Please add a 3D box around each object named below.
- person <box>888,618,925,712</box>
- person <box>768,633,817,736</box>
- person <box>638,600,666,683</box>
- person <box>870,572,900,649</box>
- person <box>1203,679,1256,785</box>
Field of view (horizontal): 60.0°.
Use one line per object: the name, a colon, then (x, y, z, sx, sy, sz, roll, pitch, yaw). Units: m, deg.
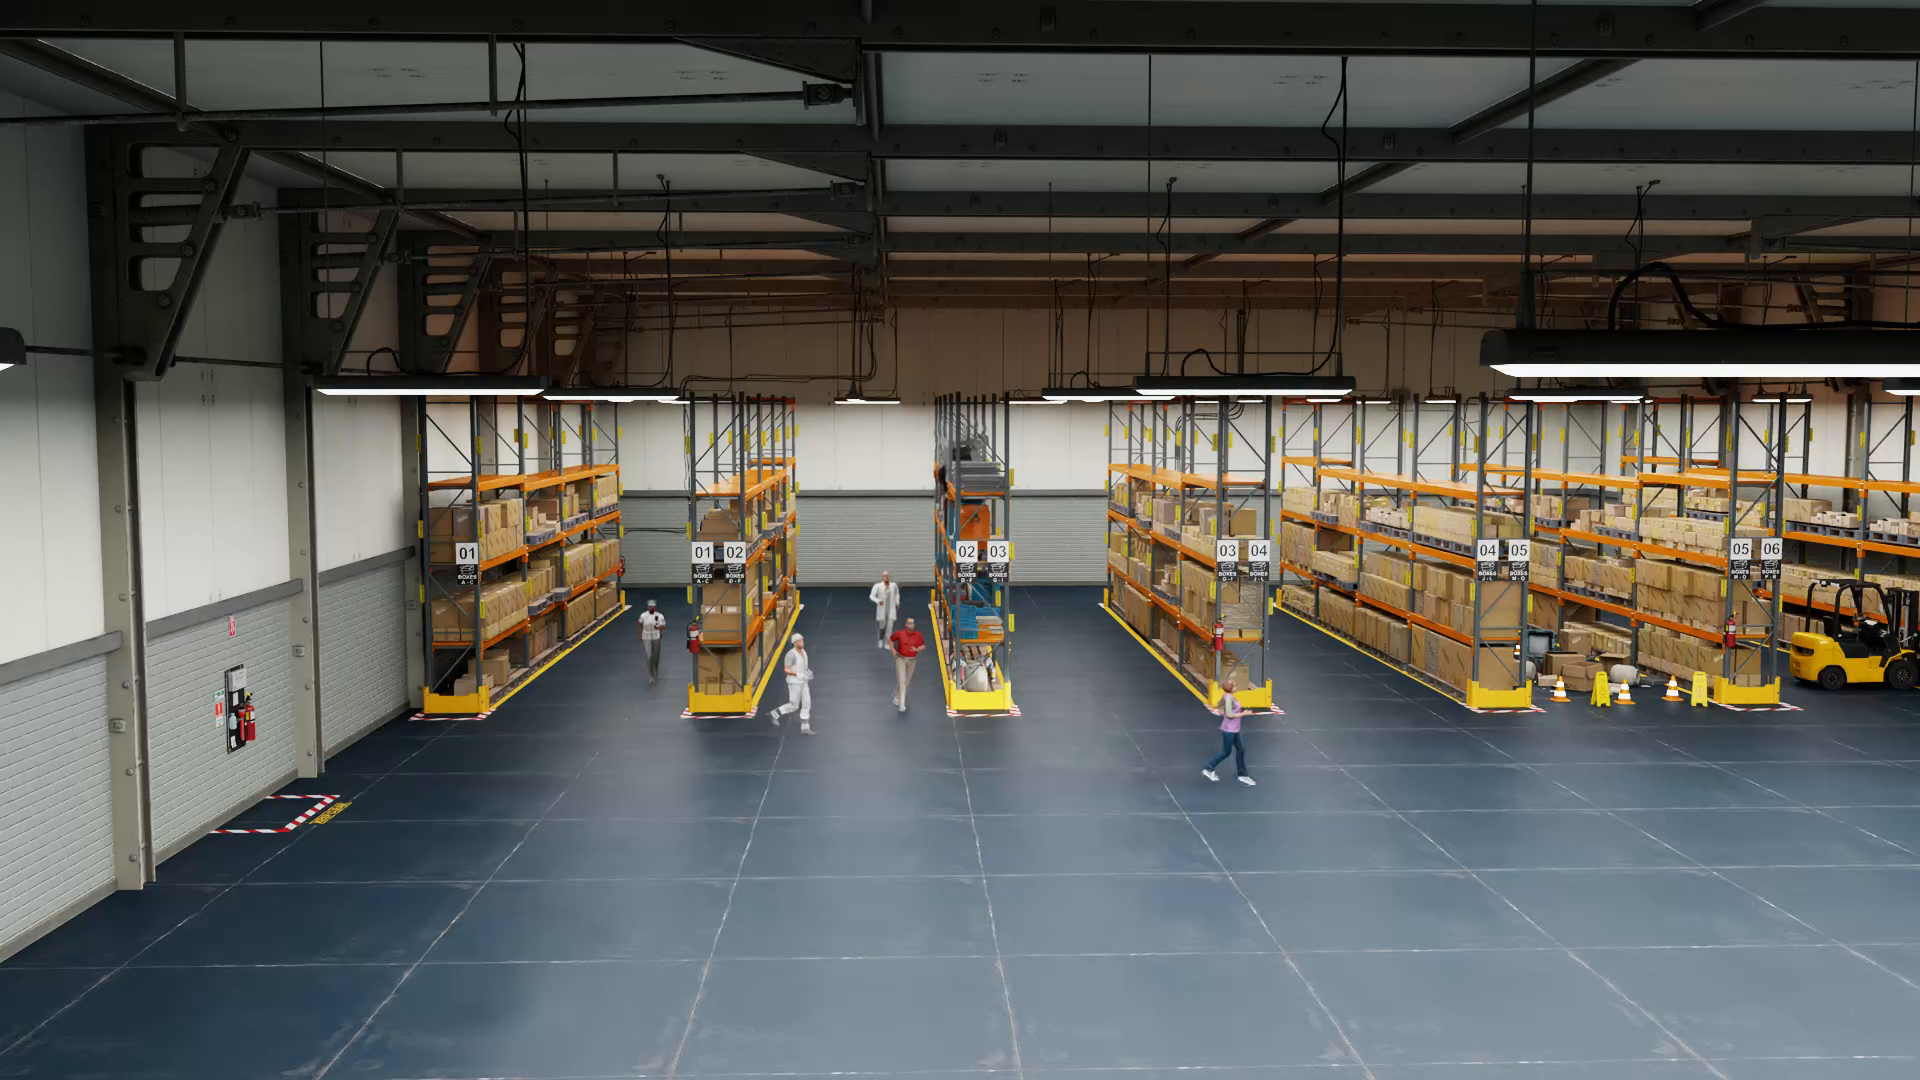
person: (-0.997, 2.353, 31.664, 0.670, 1.757, 0.866, -2, 5, -22)
person: (-2.895, 2.517, 29.125, 0.885, 1.783, 0.664, 2, 5, 26)
person: (-6.410, 2.078, 34.655, 0.567, 1.697, 0.915, -1, 5, -12)
person: (-1.664, 1.584, 37.389, 0.709, 1.753, 0.692, -1, 5, -15)
person: (4.071, 2.891, 25.088, 0.799, 1.612, 0.533, 1, 5, 17)
